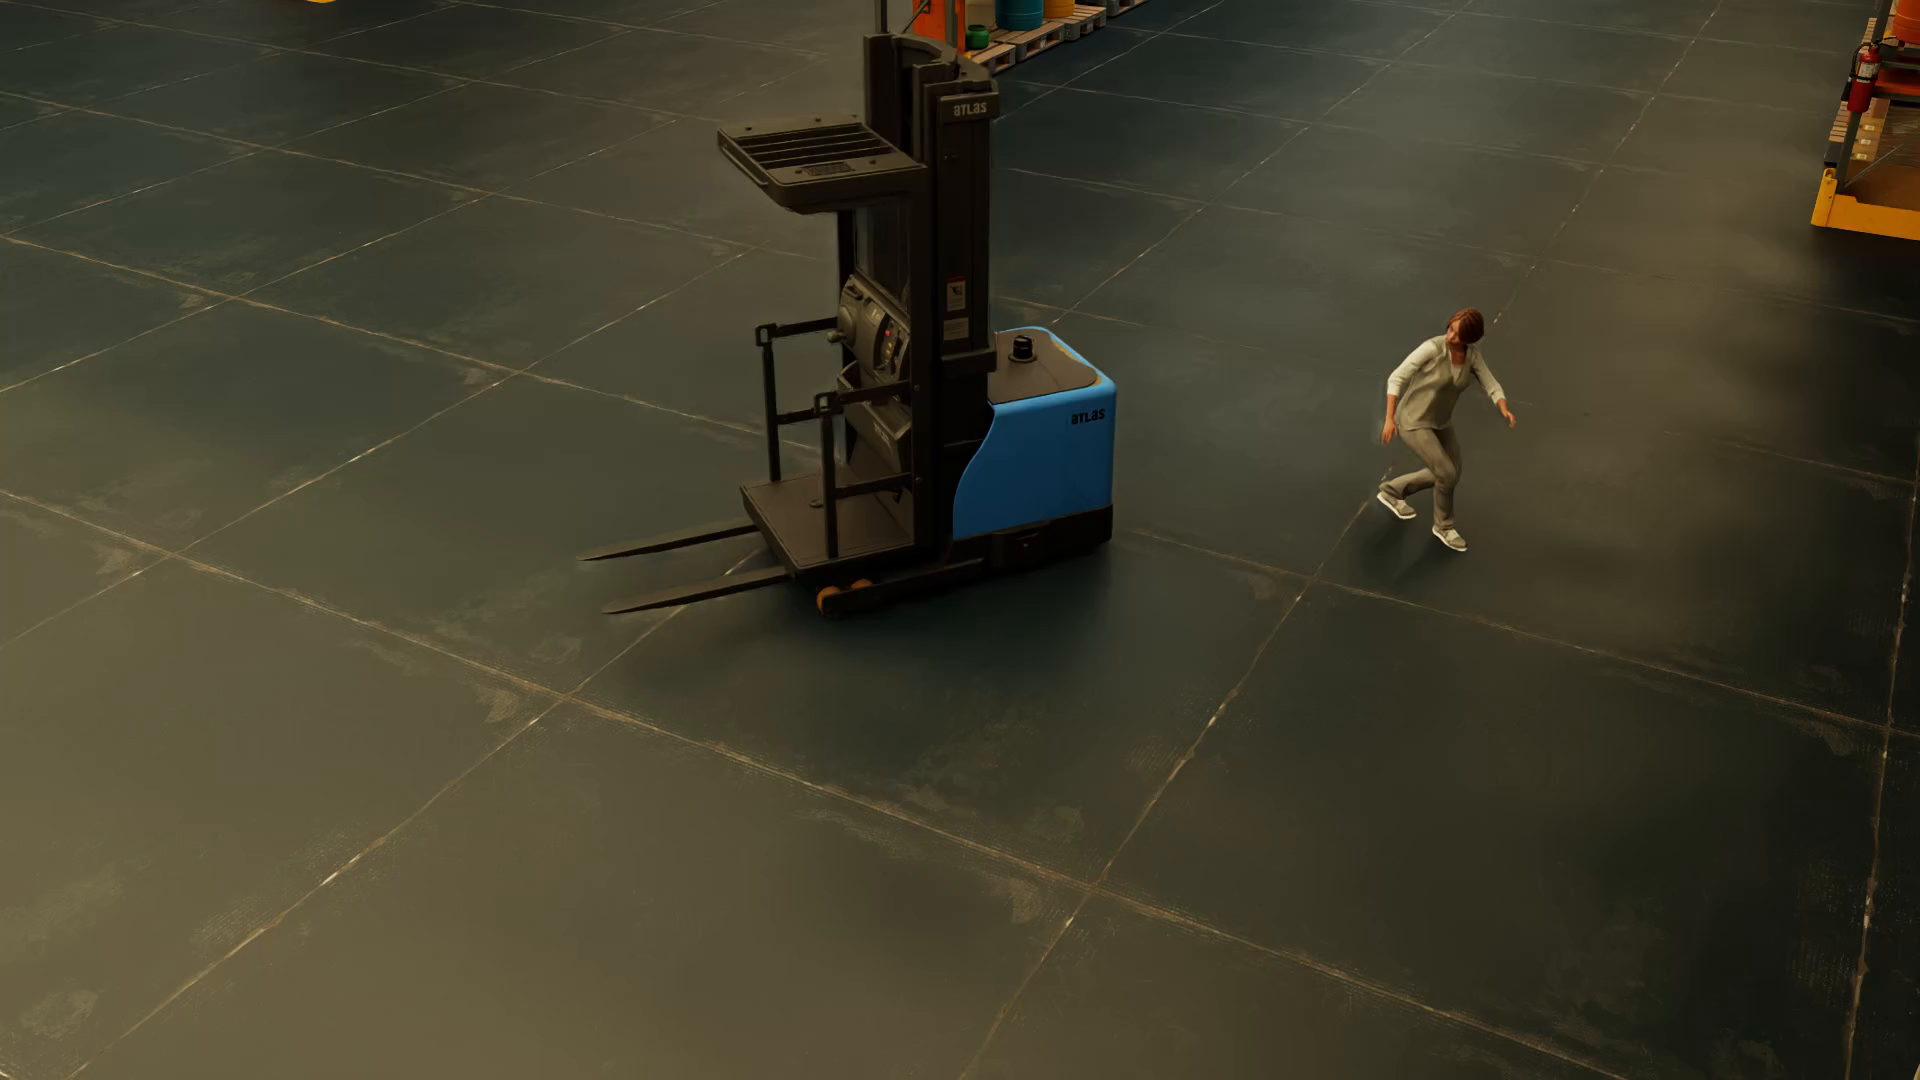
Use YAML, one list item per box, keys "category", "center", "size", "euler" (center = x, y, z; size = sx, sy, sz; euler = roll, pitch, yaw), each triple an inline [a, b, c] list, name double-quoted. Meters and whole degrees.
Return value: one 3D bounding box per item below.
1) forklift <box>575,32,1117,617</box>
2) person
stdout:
- category: "forklift"
  center: [-0.657, -1.143, 9.051]
  size: [3.031, 2.935, 1.130]
  euler: [-12, 32, -21]
- category: "person"
  center: [2.773, -0.625, 9.635]
  size: [0.744, 1.474, 0.775]
  euler: [-19, 35, -29]
